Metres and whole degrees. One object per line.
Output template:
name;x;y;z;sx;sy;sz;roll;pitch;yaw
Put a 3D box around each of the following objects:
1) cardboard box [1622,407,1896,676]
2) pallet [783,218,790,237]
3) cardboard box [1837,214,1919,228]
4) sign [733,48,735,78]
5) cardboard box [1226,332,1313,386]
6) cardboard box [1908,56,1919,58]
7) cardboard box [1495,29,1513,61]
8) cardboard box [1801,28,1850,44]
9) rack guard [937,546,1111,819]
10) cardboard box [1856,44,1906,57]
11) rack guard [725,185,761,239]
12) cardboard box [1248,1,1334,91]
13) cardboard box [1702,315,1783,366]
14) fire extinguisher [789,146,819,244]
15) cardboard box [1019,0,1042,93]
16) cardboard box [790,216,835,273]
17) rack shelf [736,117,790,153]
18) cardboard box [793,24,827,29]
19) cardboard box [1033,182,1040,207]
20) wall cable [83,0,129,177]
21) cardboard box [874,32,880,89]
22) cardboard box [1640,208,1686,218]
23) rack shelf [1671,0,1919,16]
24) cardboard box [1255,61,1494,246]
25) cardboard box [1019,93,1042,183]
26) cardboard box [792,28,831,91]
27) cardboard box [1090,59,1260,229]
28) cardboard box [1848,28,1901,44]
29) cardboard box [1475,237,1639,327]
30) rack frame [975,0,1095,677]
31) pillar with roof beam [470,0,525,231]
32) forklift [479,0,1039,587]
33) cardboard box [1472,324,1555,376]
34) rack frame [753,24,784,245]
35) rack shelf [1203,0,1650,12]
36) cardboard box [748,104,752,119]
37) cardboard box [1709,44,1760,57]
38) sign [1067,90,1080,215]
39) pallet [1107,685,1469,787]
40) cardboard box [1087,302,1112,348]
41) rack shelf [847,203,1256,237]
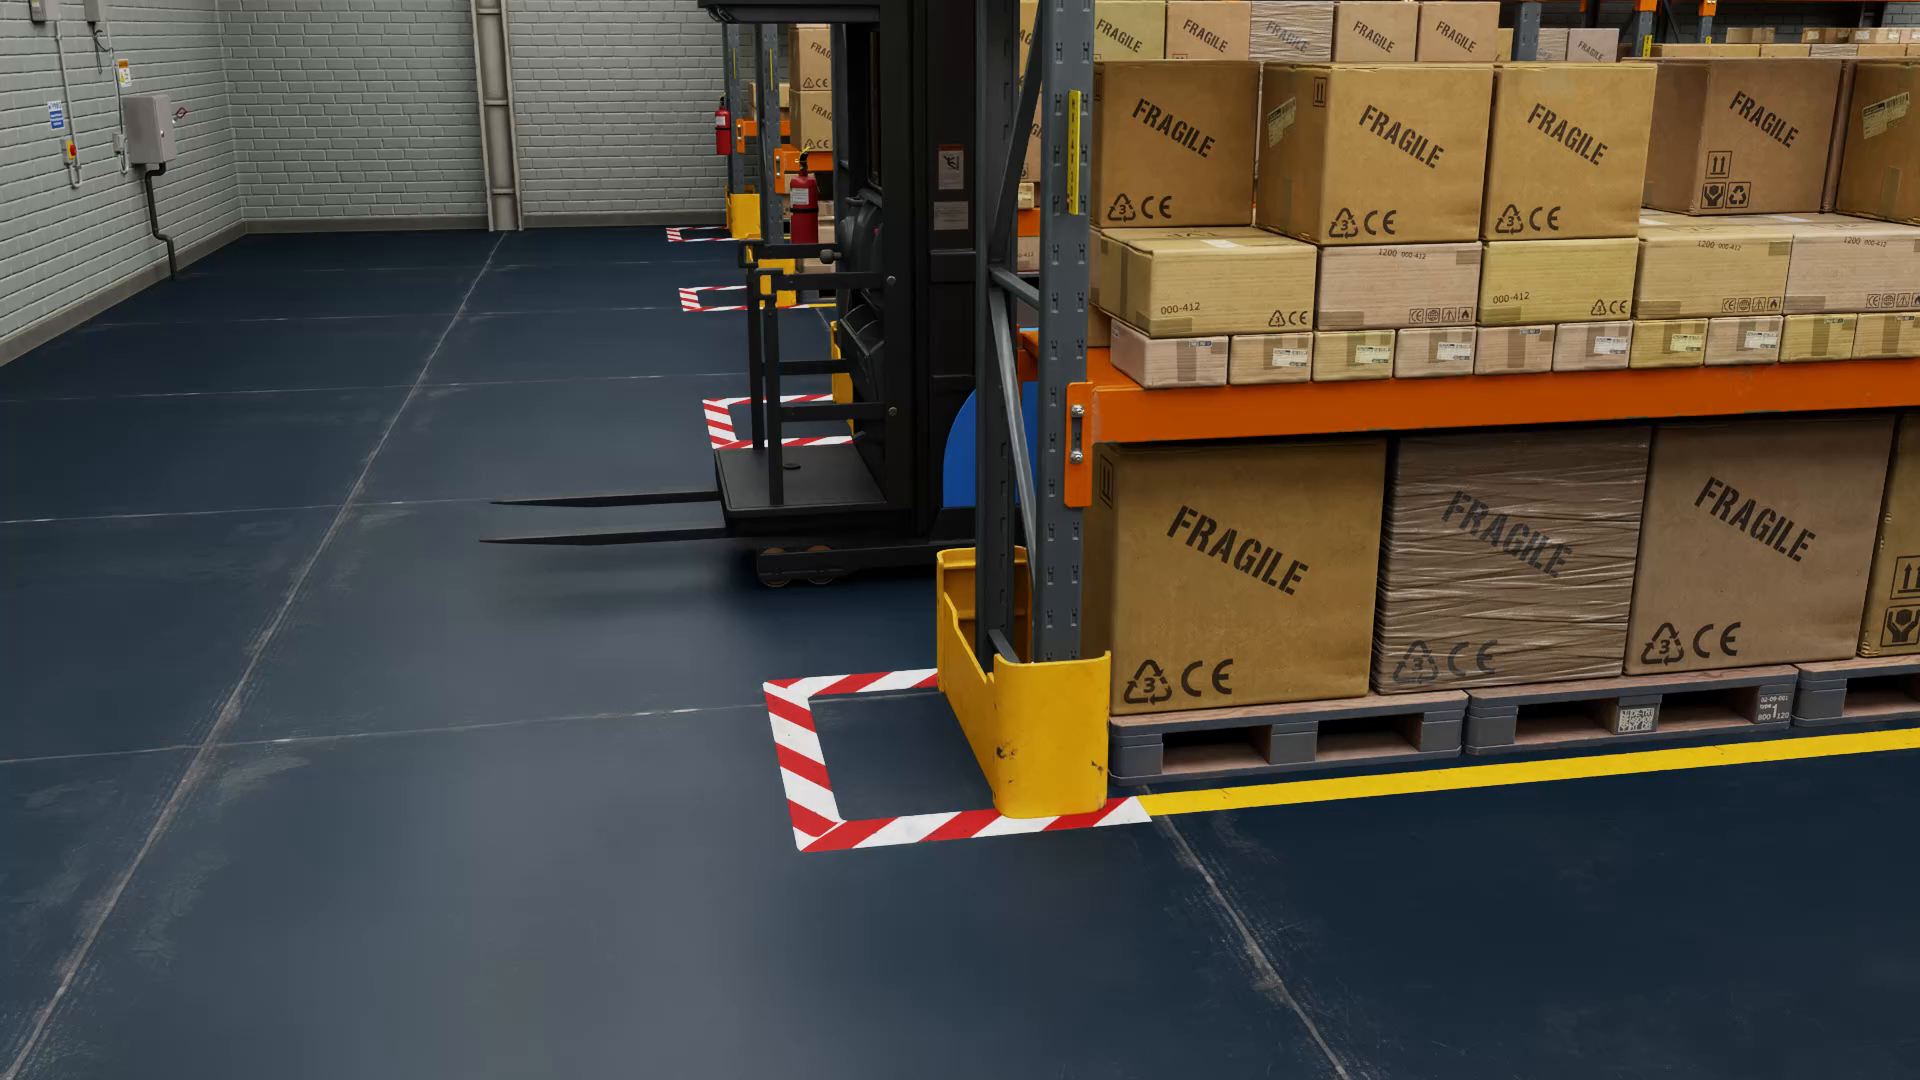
cardboard box;2.590;-0.106;5.951;0.875;0.875;0.875;-3;17;-10
pallet;-1.759;-3.765;19.711;1.213;0.211;1.003;-3;17;-10
cardboard box;3.245;-0.925;5.465;0.500;0.250;0.500;-3;17;-9
sign;-2.513;-5.307;18.506;0.005;0.325;0.100;-3;17;-10
cardboard box;0.872;-0.581;5.023;0.250;0.149;0.380;-4;17;-11
cardboard box;3.618;-1.461;5.930;0.500;0.500;0.500;-3;17;-10
cardboard box;4.735;-4.429;15.250;0.500;0.500;0.500;-3;17;-10
cardboard box;8.535;-4.973;16.398;0.250;0.149;0.380;-2;17;-7
rack guard;0.186;0.434;5.546;0.348;0.500;1.175;-3;17;-10
cardboard box;8.707;-4.531;16.063;0.500;0.500;0.500;-3;17;-9
rack guard;-2.541;-3.859;19.523;0.348;0.500;1.175;-3;17;-10
cardboard box;1.873;-2.929;9.860;0.500;0.500;0.500;-3;17;-9
cardboard box;2.387;-0.668;5.304;0.250;0.149;0.380;-3;17;-10
fire extinguisher;-0.967;-2.101;10.311;0.183;0.674;0.296;-3;17;-10
cardboard box;0.353;-2.844;9.582;0.500;0.500;0.500;-3;17;-9
cardboard box;-1.042;-2.660;15.013;0.875;0.438;0.875;-4;17;-12
rack shelf;-0.652;-4.817;19.611;4.000;0.370;1.077;-3;17;-10
cardboard box;-1.270;-4.394;14.032;0.250;0.149;0.380;-3;17;-9
cardboard box;0.493;-2.080;9.904;0.250;0.149;0.380;-2;17;-8
wall cable;-7.483;-4.192;14.620;0.122;1.984;0.588;-3;17;-10
cardboard box;-0.230;-2.962;9.968;0.500;0.500;0.500;-4;17;-12
cardboard box;2.143;-1.023;5.781;0.500;0.250;0.500;-3;17;-10
rack shelf;11.130;-6.919;21.347;4.000;0.370;1.077;-3;17;-10
cardboard box;1.223;-1.168;4.976;0.500;0.500;0.500;-4;17;-12
cardboard box;0.381;-2.370;9.742;0.500;0.500;0.500;-3;17;-10
cardboard box;-1.145;-4.089;14.143;0.500;0.500;0.500;-4;17;-12
cardboard box;0.638;-1.294;5.387;0.500;0.500;0.500;-3;17;-10
cardboard box;8.762;-4.833;15.941;0.250;0.149;0.380;-4;18;-13
cardboard box;1.735;-0.839;5.184;0.500;0.250;0.500;-4;17;-12
rack frame;0.209;-0.762;5.183;0.127;3.000;1.000;-3;17;-10
pillar with roof beam;-4.618;-6.786;14.578;0.400;9.000;9.100;-3;17;-10
forklift;-0.615;-1.366;7.267;3.031;2.935;1.130;-3;17;-11
cardboard box;1.629;-0.624;5.163;0.250;0.149;0.380;-4;17;-12
rack frame;-1.671;-3.619;14.485;0.127;3.000;1.000;-3;17;-10
rack shelf;4.220;-5.043;15.238;4.000;0.370;1.077;-3;17;-10
cardboard box;-2.342;-5.025;19.492;0.250;0.149;0.380;-3;17;-11
cardboard box;7.180;-4.444;15.781;0.500;0.500;0.500;-2;17;-8
sign;0.309;-1.053;4.523;0.005;0.325;0.100;-3;17;-10
pallet;0.979;0.504;5.811;1.213;0.211;1.003;-3;17;-10
cardboard box;0.496;-0.757;5.594;0.250;0.149;0.380;-3;17;-9
rack shelf;1.331;-1.965;10.325;4.000;0.370;1.077;-3;17;-10
